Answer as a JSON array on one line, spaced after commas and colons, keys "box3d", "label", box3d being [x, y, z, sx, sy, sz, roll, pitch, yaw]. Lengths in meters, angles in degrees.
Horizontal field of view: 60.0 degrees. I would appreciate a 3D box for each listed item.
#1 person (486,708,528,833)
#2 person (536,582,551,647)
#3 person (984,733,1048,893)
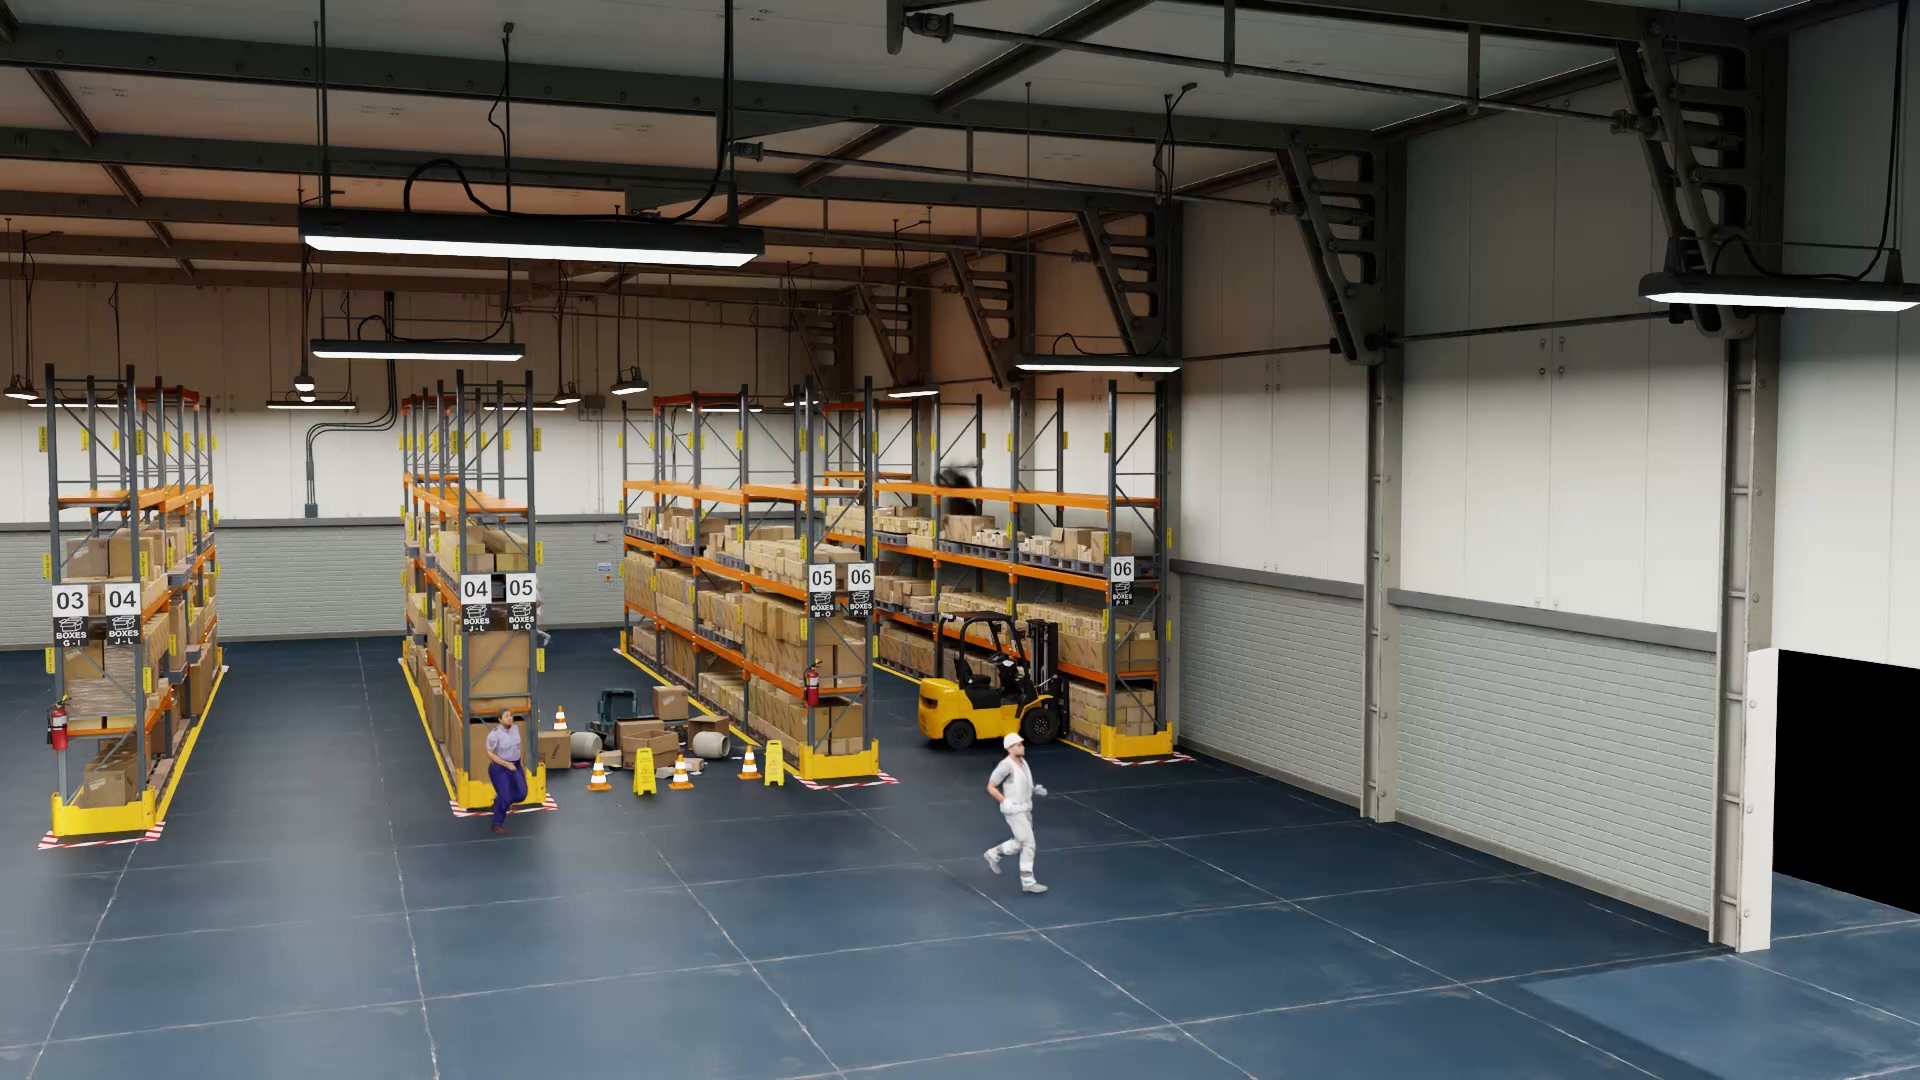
[{"box3d": [-5.835, 2.967, 21.407, 0.615, 1.600, 0.617, 2, 4, 35], "label": "person"}, {"box3d": [-10.240, 1.795, 40.049, 0.695, 1.756, 0.677, -2, 4, -26], "label": "person"}, {"box3d": [0.607, 3.036, 18.613, 0.849, 1.758, 0.668, 2, 4, 29], "label": "person"}]
